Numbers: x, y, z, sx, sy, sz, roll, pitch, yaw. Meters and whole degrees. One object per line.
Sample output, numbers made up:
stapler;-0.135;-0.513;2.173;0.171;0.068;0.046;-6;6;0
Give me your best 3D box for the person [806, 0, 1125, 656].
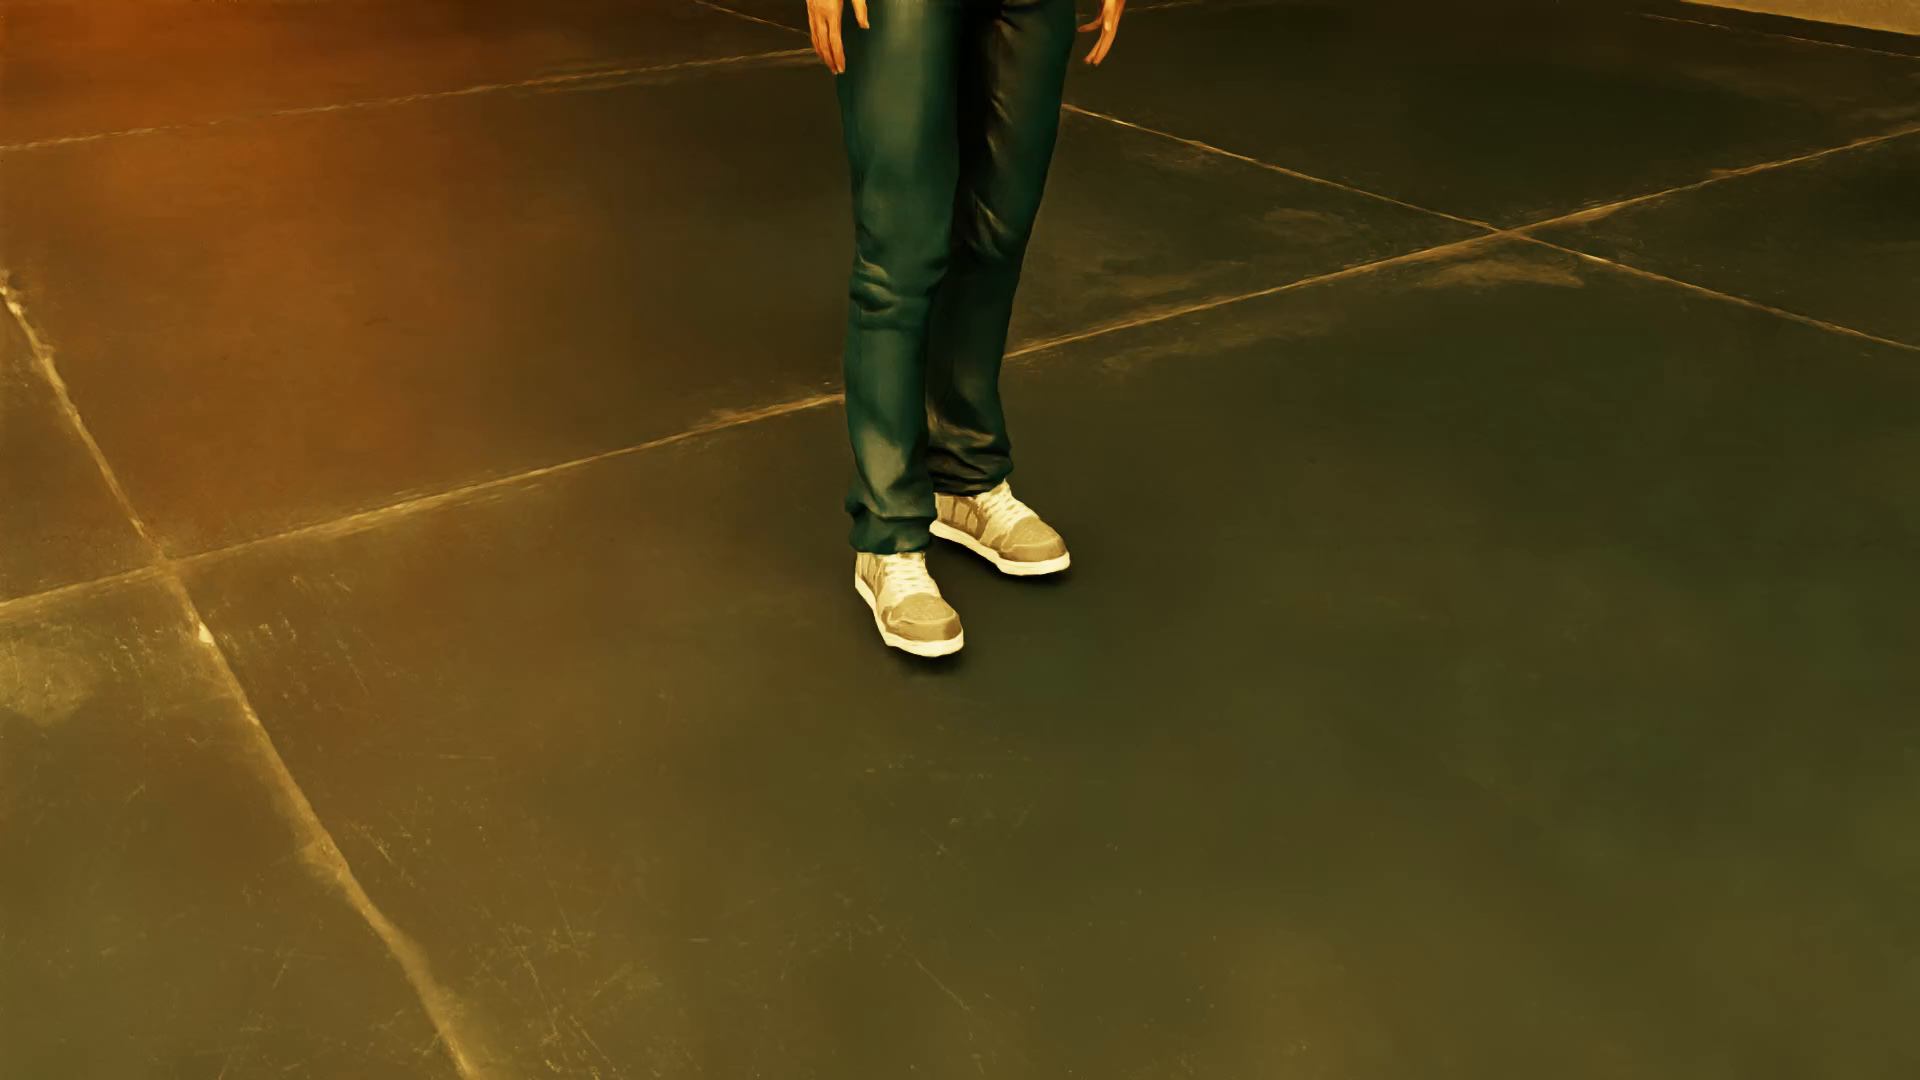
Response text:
person;0.031;-0.689;2.077;0.520;1.597;0.474;-17;31;-31
